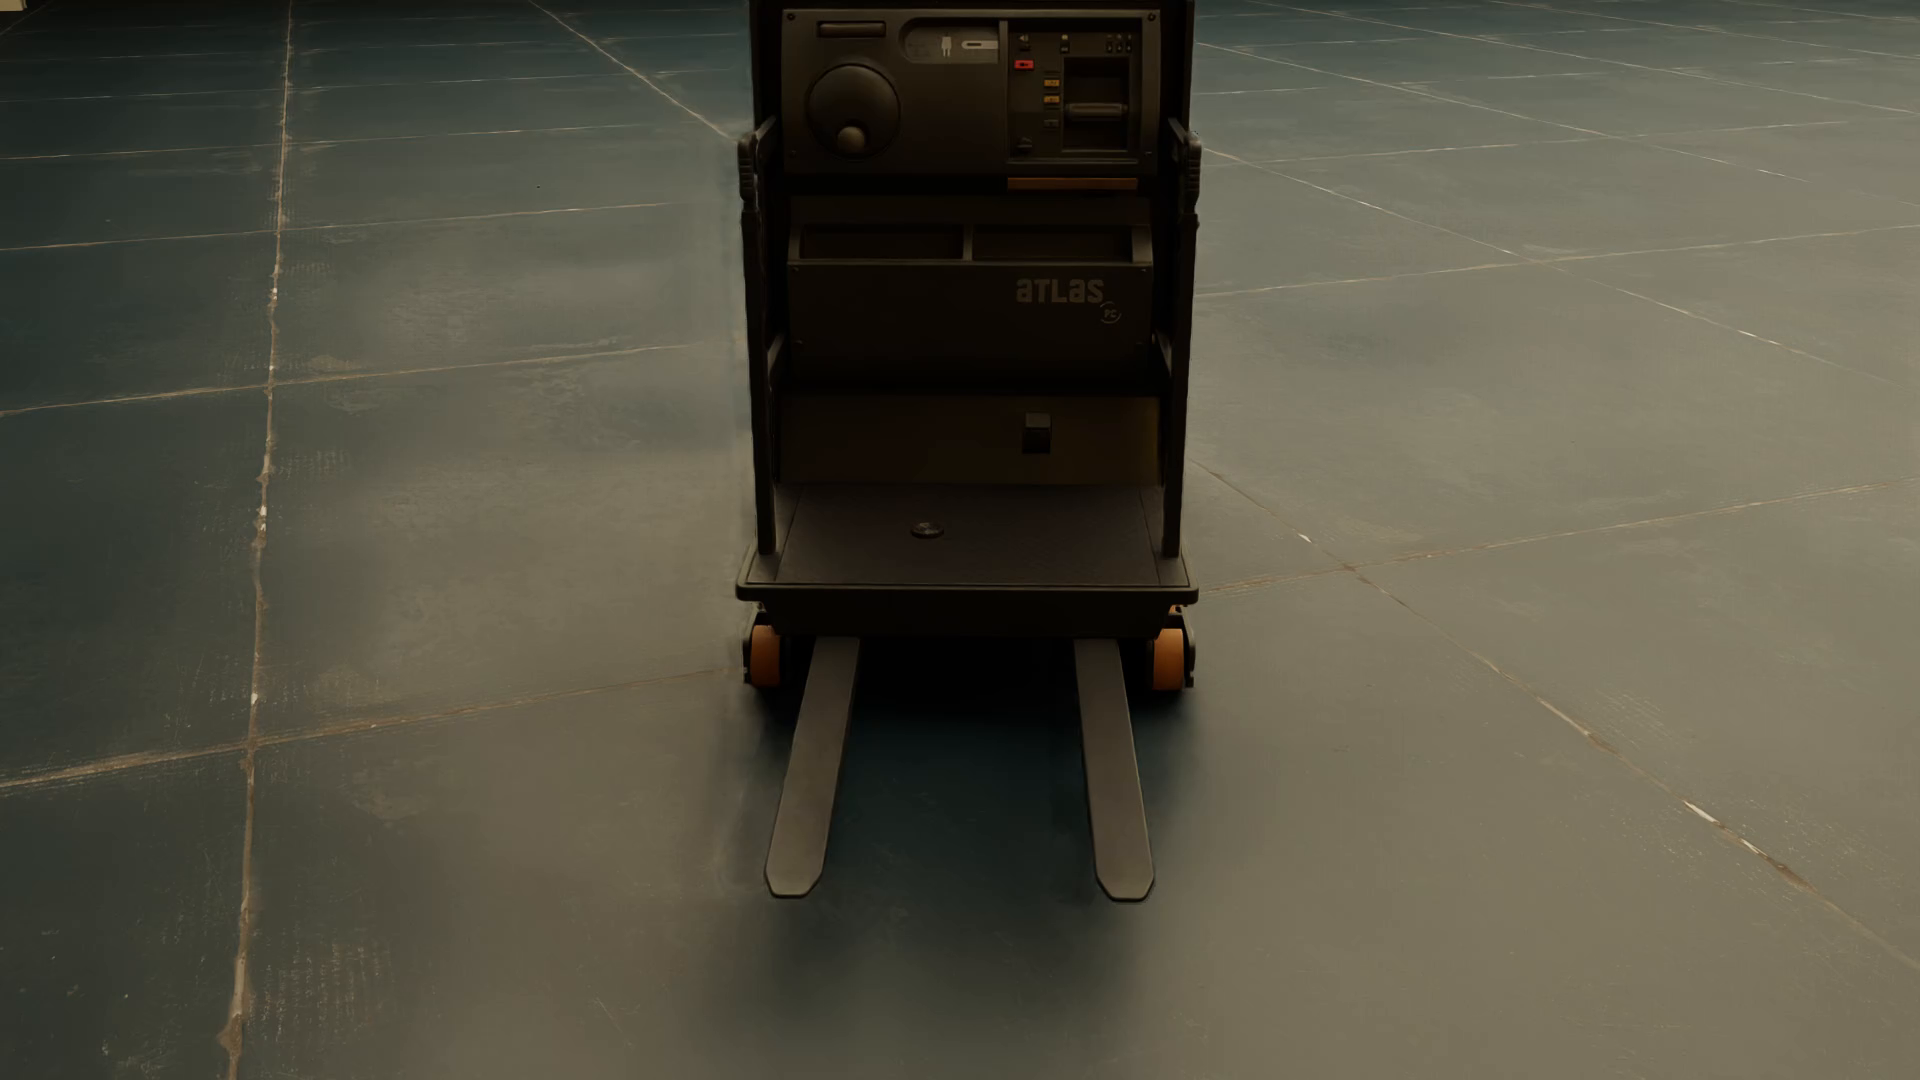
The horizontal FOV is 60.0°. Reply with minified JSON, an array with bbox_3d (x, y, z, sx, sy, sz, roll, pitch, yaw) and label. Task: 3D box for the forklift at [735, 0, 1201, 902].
[{"bbox_3d":[0.024,-1.091,3.894,1.130,2.935,3.031,0,23,1],"label":"forklift"}]
